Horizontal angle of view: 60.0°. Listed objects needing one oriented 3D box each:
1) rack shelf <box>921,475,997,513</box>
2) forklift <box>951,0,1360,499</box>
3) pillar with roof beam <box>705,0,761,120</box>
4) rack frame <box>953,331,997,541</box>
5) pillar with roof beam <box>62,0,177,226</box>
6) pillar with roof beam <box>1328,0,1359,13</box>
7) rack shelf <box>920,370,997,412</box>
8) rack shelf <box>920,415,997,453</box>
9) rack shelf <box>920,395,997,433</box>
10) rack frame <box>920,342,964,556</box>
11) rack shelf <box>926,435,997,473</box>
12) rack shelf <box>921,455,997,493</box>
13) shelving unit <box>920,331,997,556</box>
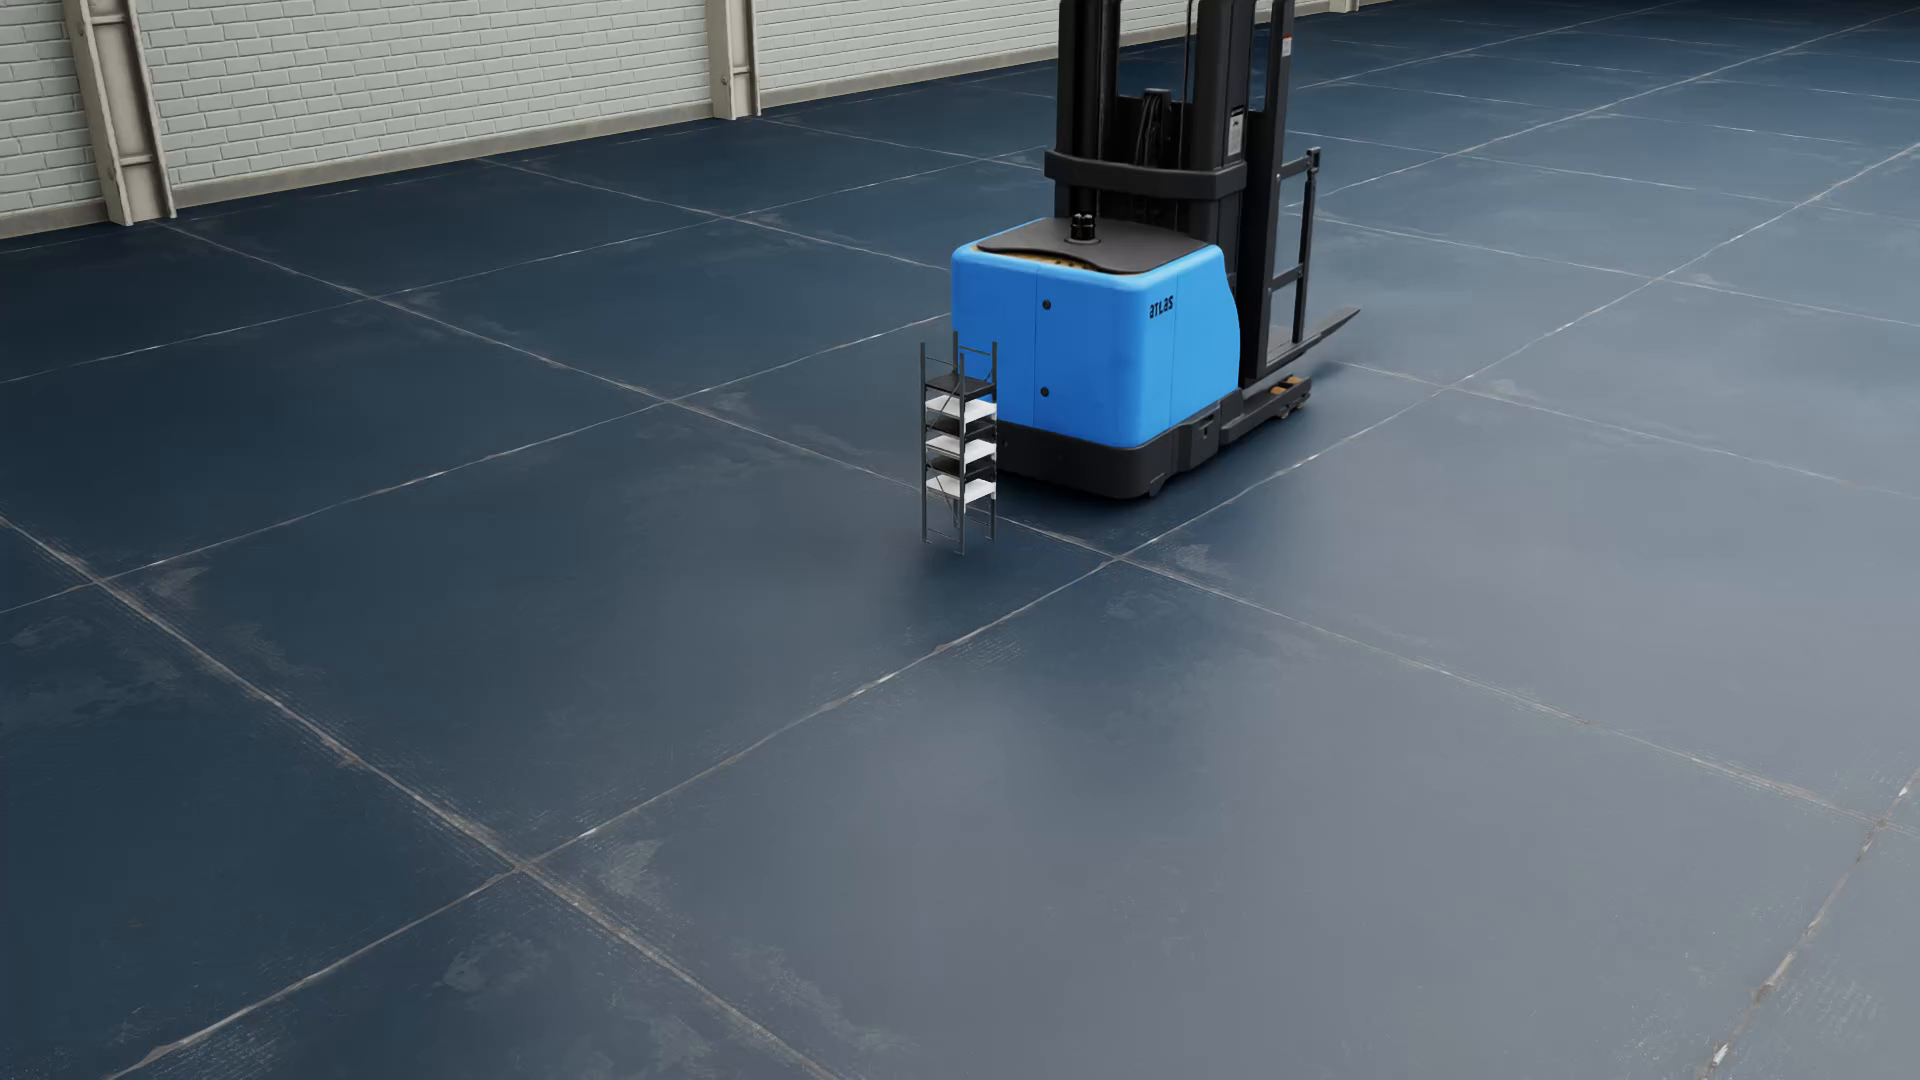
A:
[{"bbox_3d":[-0.005,-0.213,7.148,0.258,0.077,0.200,20,31,38],"label":"rack shelf"},{"bbox_3d":[1.203,-2.069,8.282,1.130,2.935,3.031,16,29,32],"label":"forklift"},{"bbox_3d":[0.946,-7.224,12.362,9.100,9.000,0.400,20,31,38],"label":"pillar with roof beam"},{"bbox_3d":[0.062,-0.439,7.129,0.240,0.900,0.006,20,31,38],"label":"rack frame"},{"bbox_3d":[-3.058,-5.396,8.285,9.100,9.000,0.400,20,31,38],"label":"pillar with roof beam"},{"bbox_3d":[8.955,-10.880,20.517,9.100,9.000,0.400,20,31,38],"label":"pillar with roof beam"},{"bbox_3d":[-0.005,-0.624,6.964,0.258,0.077,0.200,20,31,38],"label":"rack shelf"},{"bbox_3d":[-0.005,-0.460,7.037,0.258,0.077,0.200,20,31,38],"label":"rack shelf"},{"bbox_3d":[-0.005,-0.542,7.000,0.258,0.077,0.200,20,31,38],"label":"rack shelf"},{"bbox_3d":[-0.073,-0.377,6.991,0.240,0.900,0.006,20,31,38],"label":"rack frame"},{"bbox_3d":[-0.005,-0.378,7.074,0.258,0.077,0.200,20,31,38],"label":"rack shelf"},{"bbox_3d":[-0.005,-0.296,7.111,0.258,0.077,0.200,20,31,38],"label":"rack shelf"},{"bbox_3d":[-0.005,-0.408,7.060,0.258,0.900,0.210,20,31,38],"label":"shelving unit"}]
